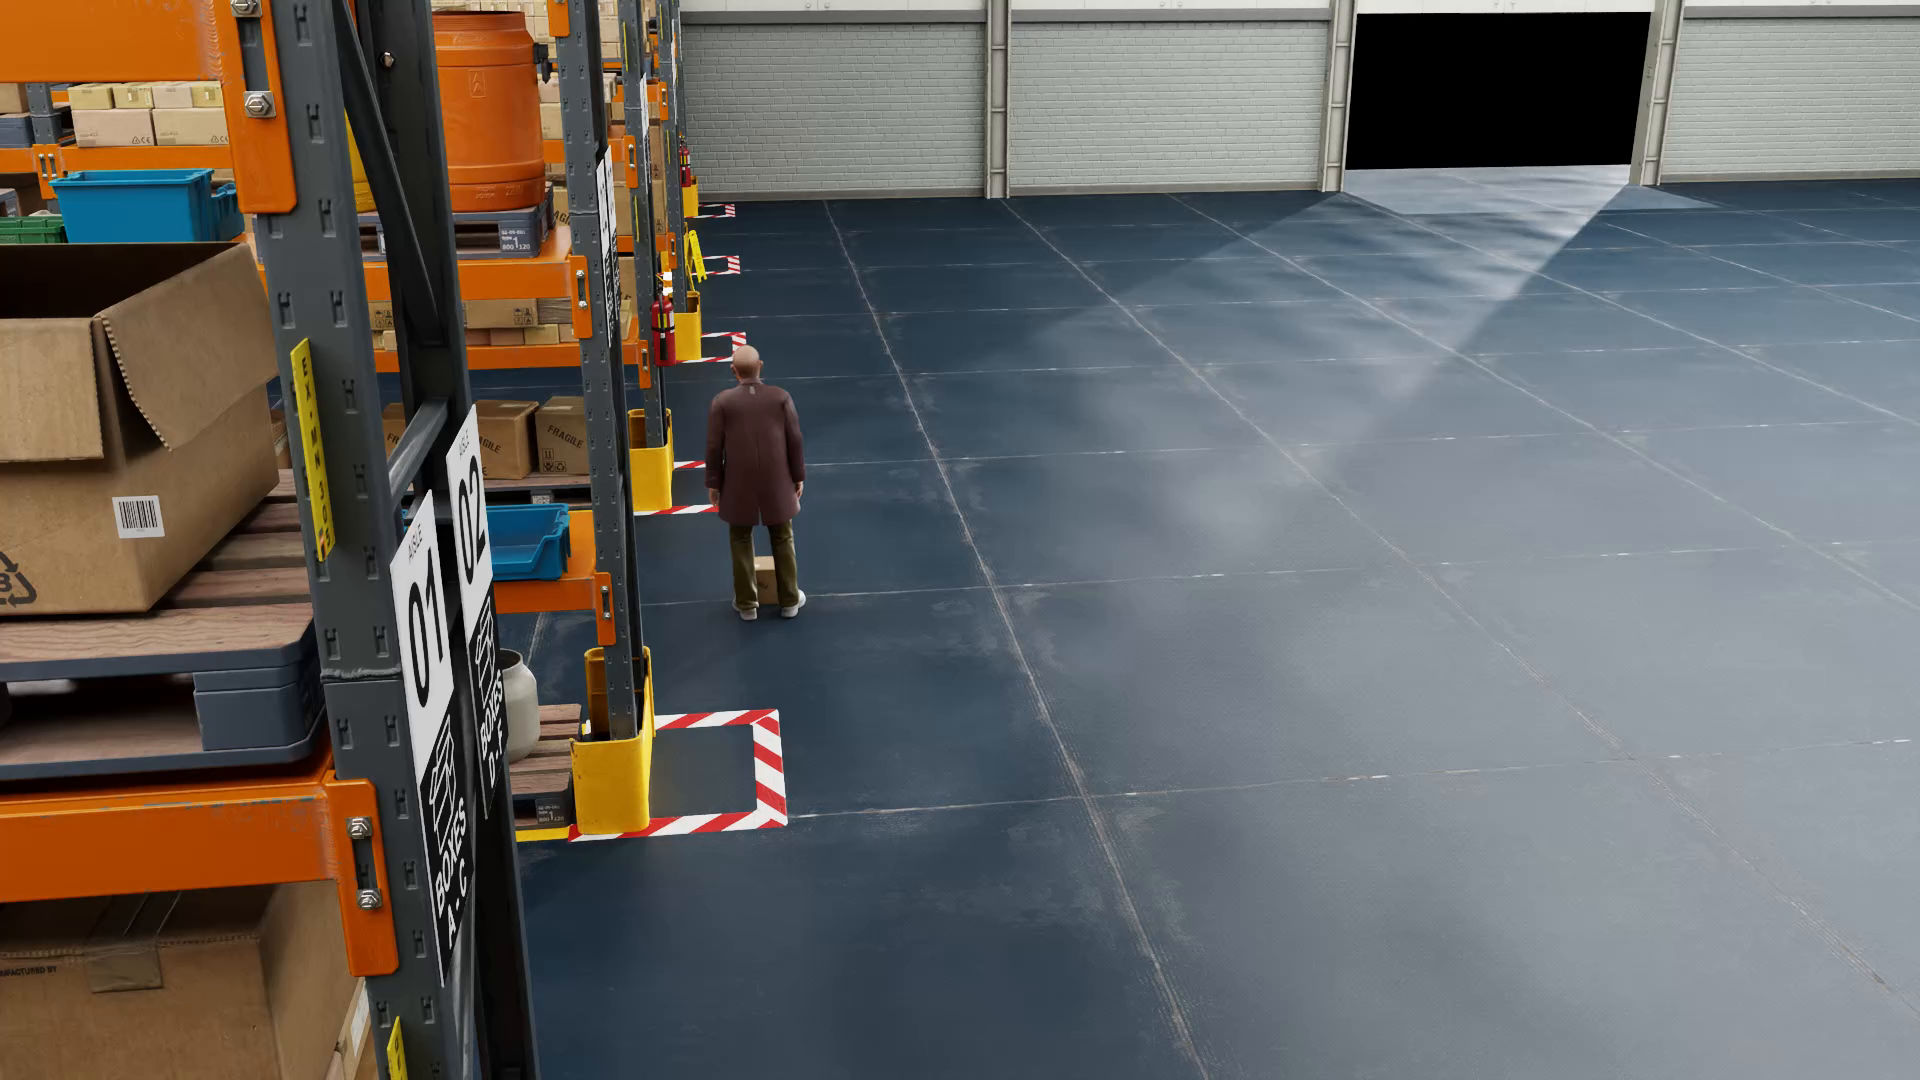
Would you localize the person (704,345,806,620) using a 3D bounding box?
[{"bbox_3d":[-1.304,-0.362,10.605,0.649,1.772,0.429,-4,20,-11],"label":"person"}]
